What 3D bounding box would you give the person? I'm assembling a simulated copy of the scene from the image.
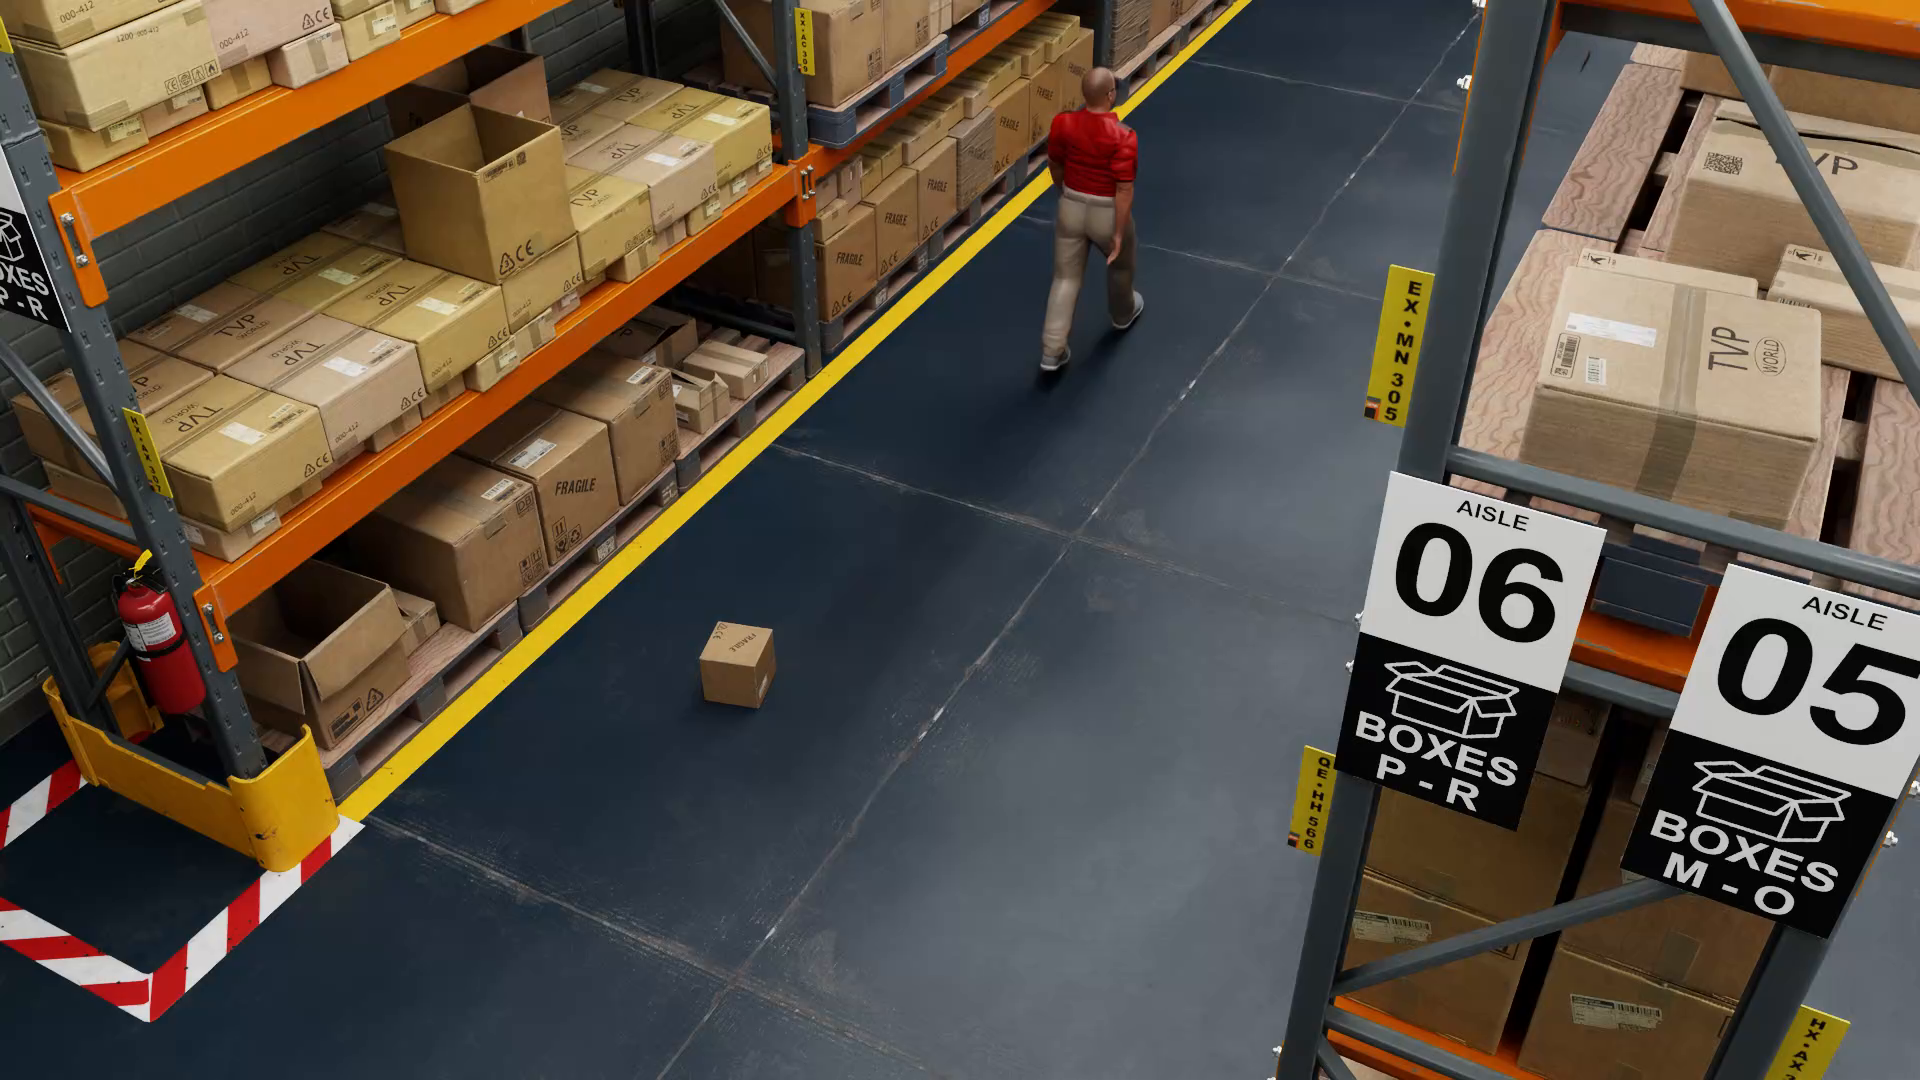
[{"bbox_3d":[0.732,-1.806,9.098,0.536,1.670,1.049,14,40,18],"label":"person"}]
